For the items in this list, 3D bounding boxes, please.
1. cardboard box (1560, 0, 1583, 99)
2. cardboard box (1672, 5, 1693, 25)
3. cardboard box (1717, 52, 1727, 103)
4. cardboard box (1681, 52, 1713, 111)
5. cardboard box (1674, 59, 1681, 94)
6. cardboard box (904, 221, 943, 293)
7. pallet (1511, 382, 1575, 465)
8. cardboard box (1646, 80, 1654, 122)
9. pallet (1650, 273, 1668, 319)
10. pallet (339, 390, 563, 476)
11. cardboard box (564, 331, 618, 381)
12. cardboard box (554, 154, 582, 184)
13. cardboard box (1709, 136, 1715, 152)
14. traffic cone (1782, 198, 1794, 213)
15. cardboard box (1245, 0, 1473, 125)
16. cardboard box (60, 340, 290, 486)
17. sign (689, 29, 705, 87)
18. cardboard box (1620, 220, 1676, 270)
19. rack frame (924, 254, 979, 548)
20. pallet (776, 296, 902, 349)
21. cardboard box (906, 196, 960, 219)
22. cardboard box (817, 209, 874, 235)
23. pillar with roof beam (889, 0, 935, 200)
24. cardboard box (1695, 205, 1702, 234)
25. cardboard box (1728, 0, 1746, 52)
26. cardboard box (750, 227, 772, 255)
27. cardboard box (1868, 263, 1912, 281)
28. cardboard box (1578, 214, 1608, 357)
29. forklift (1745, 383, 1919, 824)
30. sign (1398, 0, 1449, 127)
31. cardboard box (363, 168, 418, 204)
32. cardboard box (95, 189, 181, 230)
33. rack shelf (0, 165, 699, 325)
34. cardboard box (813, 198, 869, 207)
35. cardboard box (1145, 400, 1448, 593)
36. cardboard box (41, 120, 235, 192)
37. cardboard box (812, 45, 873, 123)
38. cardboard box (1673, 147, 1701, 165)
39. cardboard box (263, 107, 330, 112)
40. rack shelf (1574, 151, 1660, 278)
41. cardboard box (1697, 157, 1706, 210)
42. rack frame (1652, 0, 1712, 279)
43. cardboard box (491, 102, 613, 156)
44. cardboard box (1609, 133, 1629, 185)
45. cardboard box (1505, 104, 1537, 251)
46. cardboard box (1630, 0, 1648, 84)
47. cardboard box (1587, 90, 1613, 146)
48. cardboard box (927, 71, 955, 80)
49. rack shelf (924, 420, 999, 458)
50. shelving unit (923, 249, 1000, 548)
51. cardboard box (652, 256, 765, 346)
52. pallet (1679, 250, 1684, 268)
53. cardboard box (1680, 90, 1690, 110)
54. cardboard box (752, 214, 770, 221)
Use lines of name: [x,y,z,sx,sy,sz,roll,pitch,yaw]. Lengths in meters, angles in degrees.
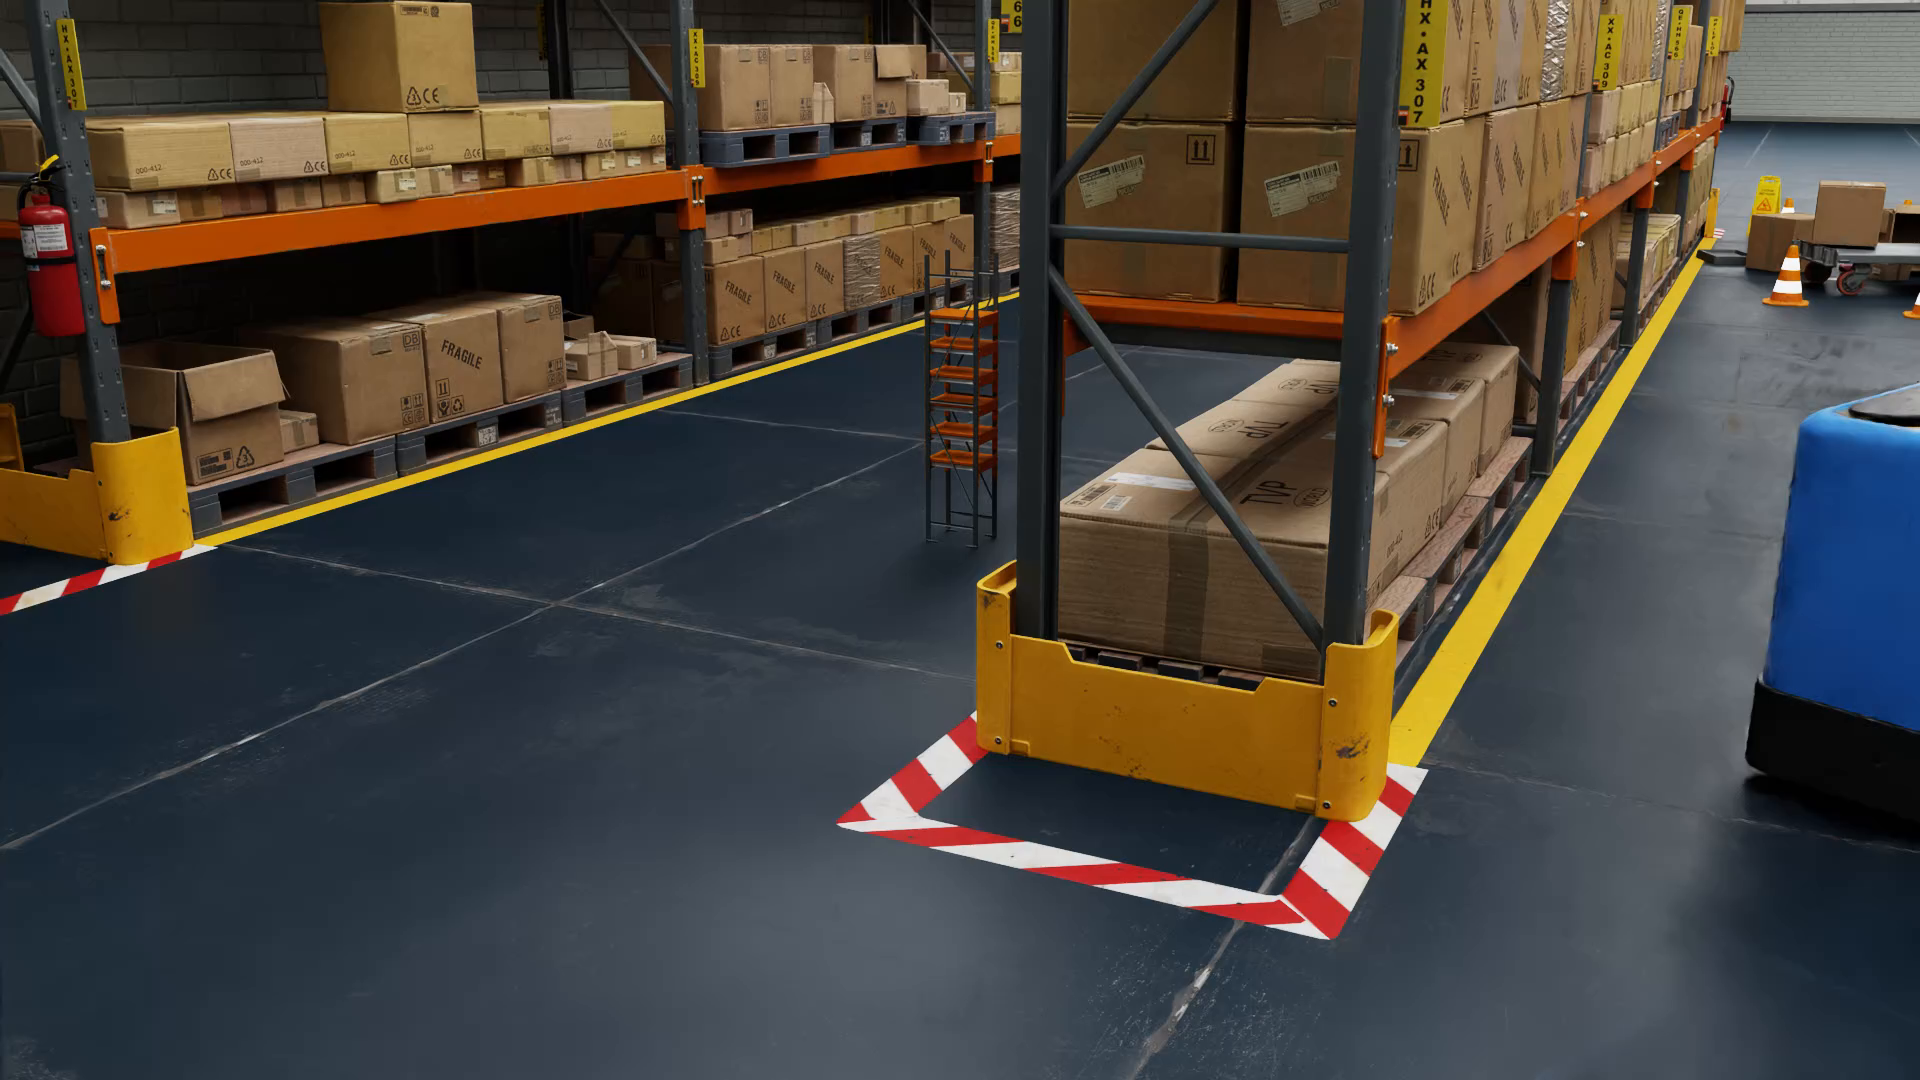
cardboard box: [2.227,-2.059,6.758,0.500,0.500,0.500,8,18,25]
cardboard box: [5.598,-4.160,13.186,0.380,0.149,0.250,7,18,23]
cardboard box: [7.563,-4.762,17.092,0.500,0.500,0.500,8,18,25]
cardboard box: [6.446,-4.120,14.931,0.500,0.500,0.500,8,18,25]
cardboard box: [5.078,-3.581,12.378,0.500,0.500,0.500,8,19,26]
cardboard box: [-0.459,-2.207,12.839,0.500,0.500,0.500,8,18,25]
pallet: [2.702,-0.685,8.960,1.003,0.211,1.213,8,18,25]
cardboard box: [3.998,-2.715,10.284,0.500,0.250,0.500,8,18,24]
pallet: [5.109,-2.006,13.408,1.003,0.211,1.213,8,18,25]
pallet: [-2.869,-0.623,8.750,1.003,0.211,1.213,8,18,25]
cardboard box: [-2.163,-1.067,9.412,0.396,0.266,0.258,9,19,27]
cardboard box: [-2.267,-2.011,8.967,0.380,0.149,0.250,9,19,27]
cardboard box: [7.559,-4.087,17.150,0.380,0.149,0.250,9,19,27]
traffic cone: [8.749,-3.382,17.600,0.336,0.463,0.334,8,18,25]
cardboard box: [1.107,-1.410,4.572,0.500,0.500,0.500,8,18,24]
cardboard box: [-3.446,-0.576,7.341,0.797,0.503,0.637,7,18,23]
sign: [-1.528,-2.794,9.643,0.100,0.325,0.005,8,18,25]
cardboard box: [5.449,-2.477,13.975,0.950,0.372,0.625,9,19,29]
rack frame: [-0.034,-0.556,6.787,0.240,1.200,0.006,8,18,25]
pallet: [-1.144,-1.633,12.153,1.003,0.211,1.213,8,18,25]
cardboard box: [-0.224,-2.621,13.094,0.380,0.149,0.250,7,18,23]
cardboard box: [-0.841,-2.287,11.969,0.380,0.149,0.250,7,18,23]
pillar with roof beam: [3.398,-6.240,12.228,9.100,9.000,0.400,8,18,25]
cardboard box: [7.199,-3.250,16.791,0.500,0.250,0.500,7,18,23]
cardboard box: [7.386,-5.113,16.517,0.700,0.500,0.500,8,18,25]
cardboard box: [-1.460,-1.965,10.885,0.380,0.149,0.250,7,18,23]
cardboard box: [8.284,-2.477,14.898,0.258,0.266,0.396,-4,17,-13]
cardboard box: [3.427,-1.625,10.222,0.875,0.875,0.875,8,18,26]
forklift: [3.677,-0.866,4.791,3.031,2.935,1.130,-13,21,-37]
sign: [1.132,-1.178,4.061,0.100,0.325,0.005,8,18,25]
cardboard box: [-2.792,-1.678,7.845,0.380,0.149,0.250,8,18,24]
cardboard box: [-3.412,-1.356,6.762,0.380,0.149,0.250,8,18,25]
rack shelf: [-2.911,-1.592,8.379,1.077,0.370,4.000,8,18,25]
cardboard box: [-0.924,-2.548,12.848,0.380,0.149,0.250,8,18,26]
cardboard box: [1.245,-0.185,6.141,0.875,0.438,0.875,9,19,27]
cardboard box: [-3.361,-1.579,6.814,0.500,0.250,0.500,8,18,26]
cardboard box: [-1.019,-3.122,11.354,0.700,0.500,0.500,8,18,25]
cardboard box: [6.615,-3.547,15.334,0.380,0.149,0.250,8,18,26]
cardboard box: [-3.146,-2.039,8.361,0.500,0.250,0.500,8,18,25]
rack shelf: [3.319,-1.980,9.686,1.077,0.370,4.000,8,18,25]
cardboard box: [6.967,-3.482,16.253,0.500,0.500,0.500,9,19,28]
rack frame: [6.000,-3.853,14.730,1.000,3.000,0.127,8,18,25]
cardboard box: [-2.237,-2.227,8.994,0.500,0.250,0.500,8,18,26]
cardboard box: [3.331,-2.083,9.032,0.500,0.250,0.500,8,18,25]
cardboard box: [1.762,-1.320,6.024,0.500,0.500,0.500,9,19,27]
cardboard box: [3.533,-2.811,9.290,0.500,0.500,0.500,8,18,24]
cardboard box: [2.874,-2.060,8.076,0.500,0.250,0.500,8,18,24]
cardboard box: [-0.278,-3.783,13.877,0.500,0.250,0.500,9,19,27]
rack shelf: [0.006,-0.421,6.913,0.258,0.103,0.180,8,18,25]
shelving unit: [0.006,-0.579,6.866,0.258,1.200,0.189,8,18,25]
cardboard box: [-1.600,-1.544,10.606,0.500,0.500,0.500,9,19,28]
pallet: [6.268,-2.692,15.718,1.003,0.211,1.213,8,18,25]
cardboard box: [5.690,-3.568,13.471,0.380,0.149,0.250,8,18,26]
cardboard box: [-1.570,-2.226,11.763,0.380,0.149,0.250,8,18,26]
